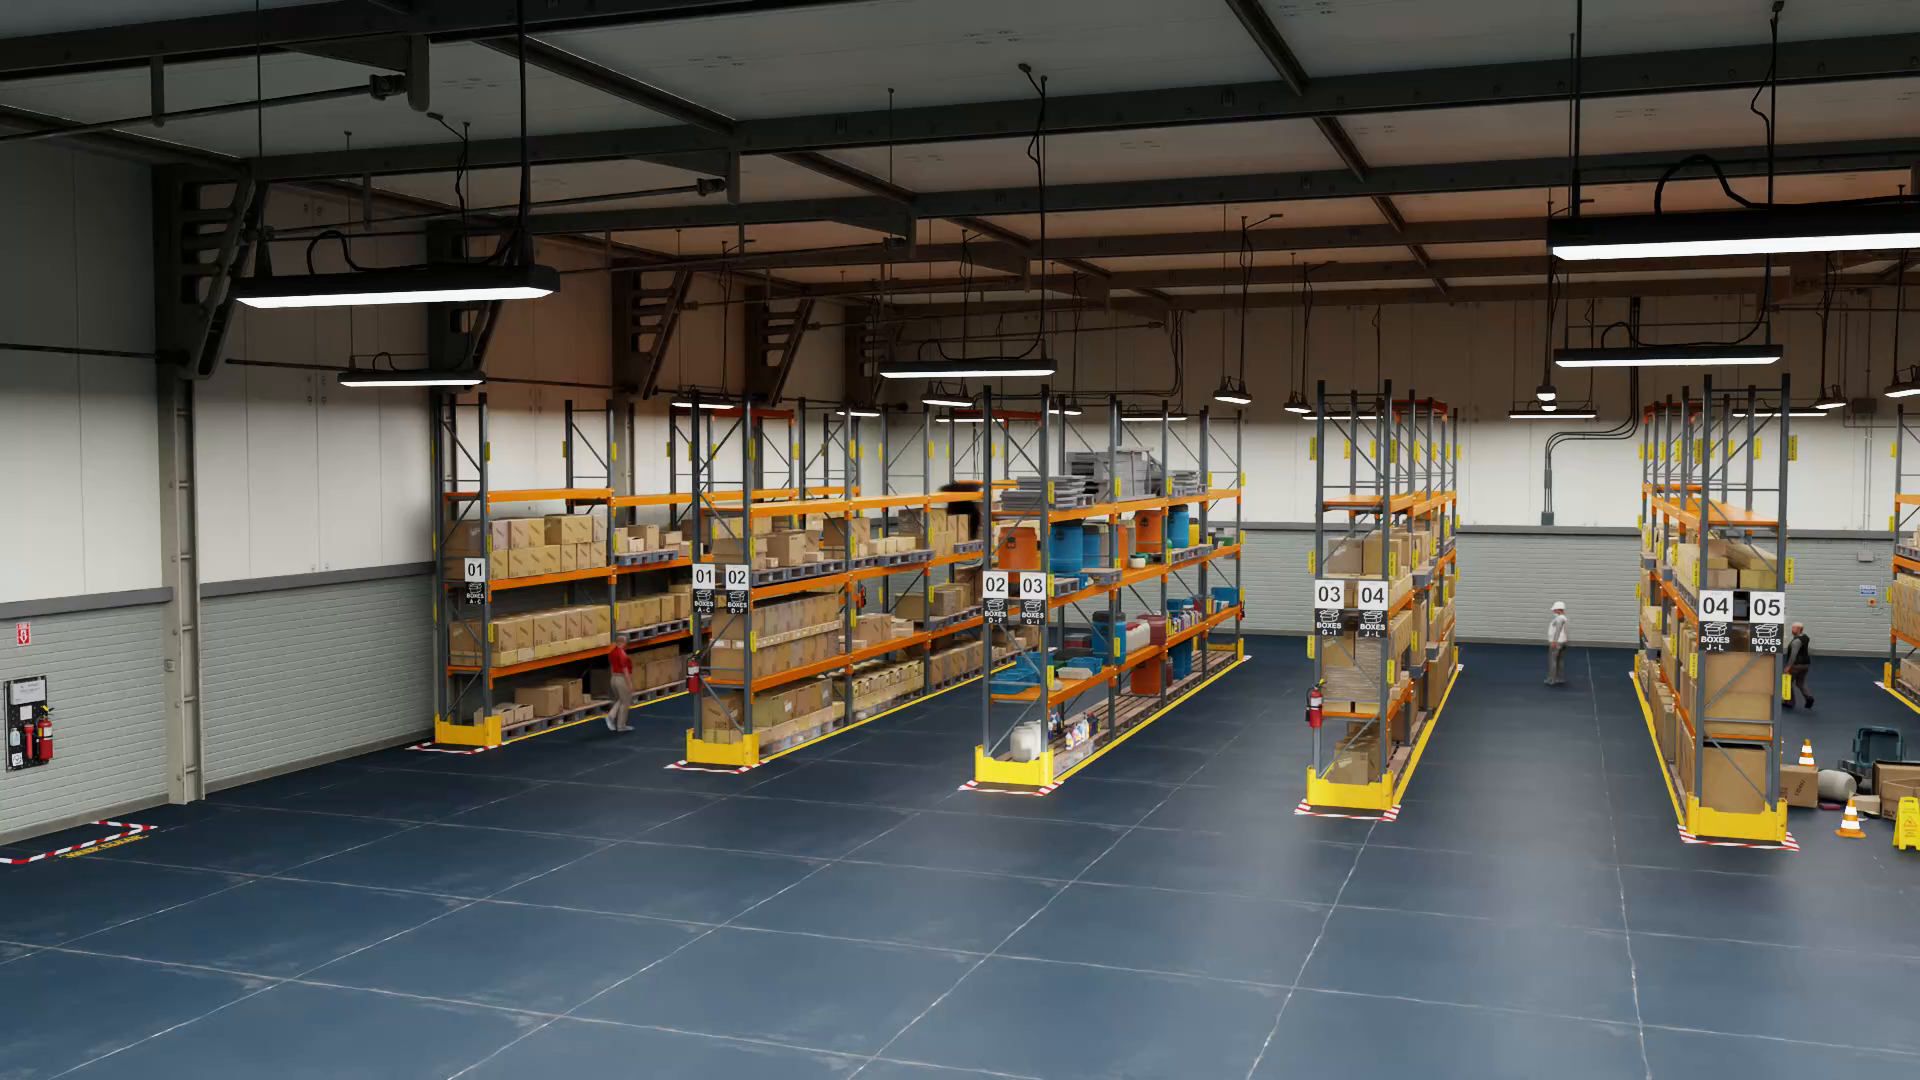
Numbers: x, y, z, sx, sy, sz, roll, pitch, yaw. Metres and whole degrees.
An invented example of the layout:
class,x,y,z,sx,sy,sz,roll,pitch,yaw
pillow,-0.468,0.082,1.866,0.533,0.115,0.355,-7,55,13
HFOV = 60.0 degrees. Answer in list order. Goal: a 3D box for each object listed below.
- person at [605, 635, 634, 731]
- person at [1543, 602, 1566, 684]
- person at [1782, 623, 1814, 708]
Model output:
class,x,y,z,sx,sy,sz,roll,pitch,yaw
person,-6.052,2.554,29.619,0.501,1.730,0.550,-2,4,-37
person,12.823,2.213,35.811,0.456,1.777,0.580,2,4,37
person,16.289,2.446,32.405,0.577,1.689,0.639,-1,3,-22
